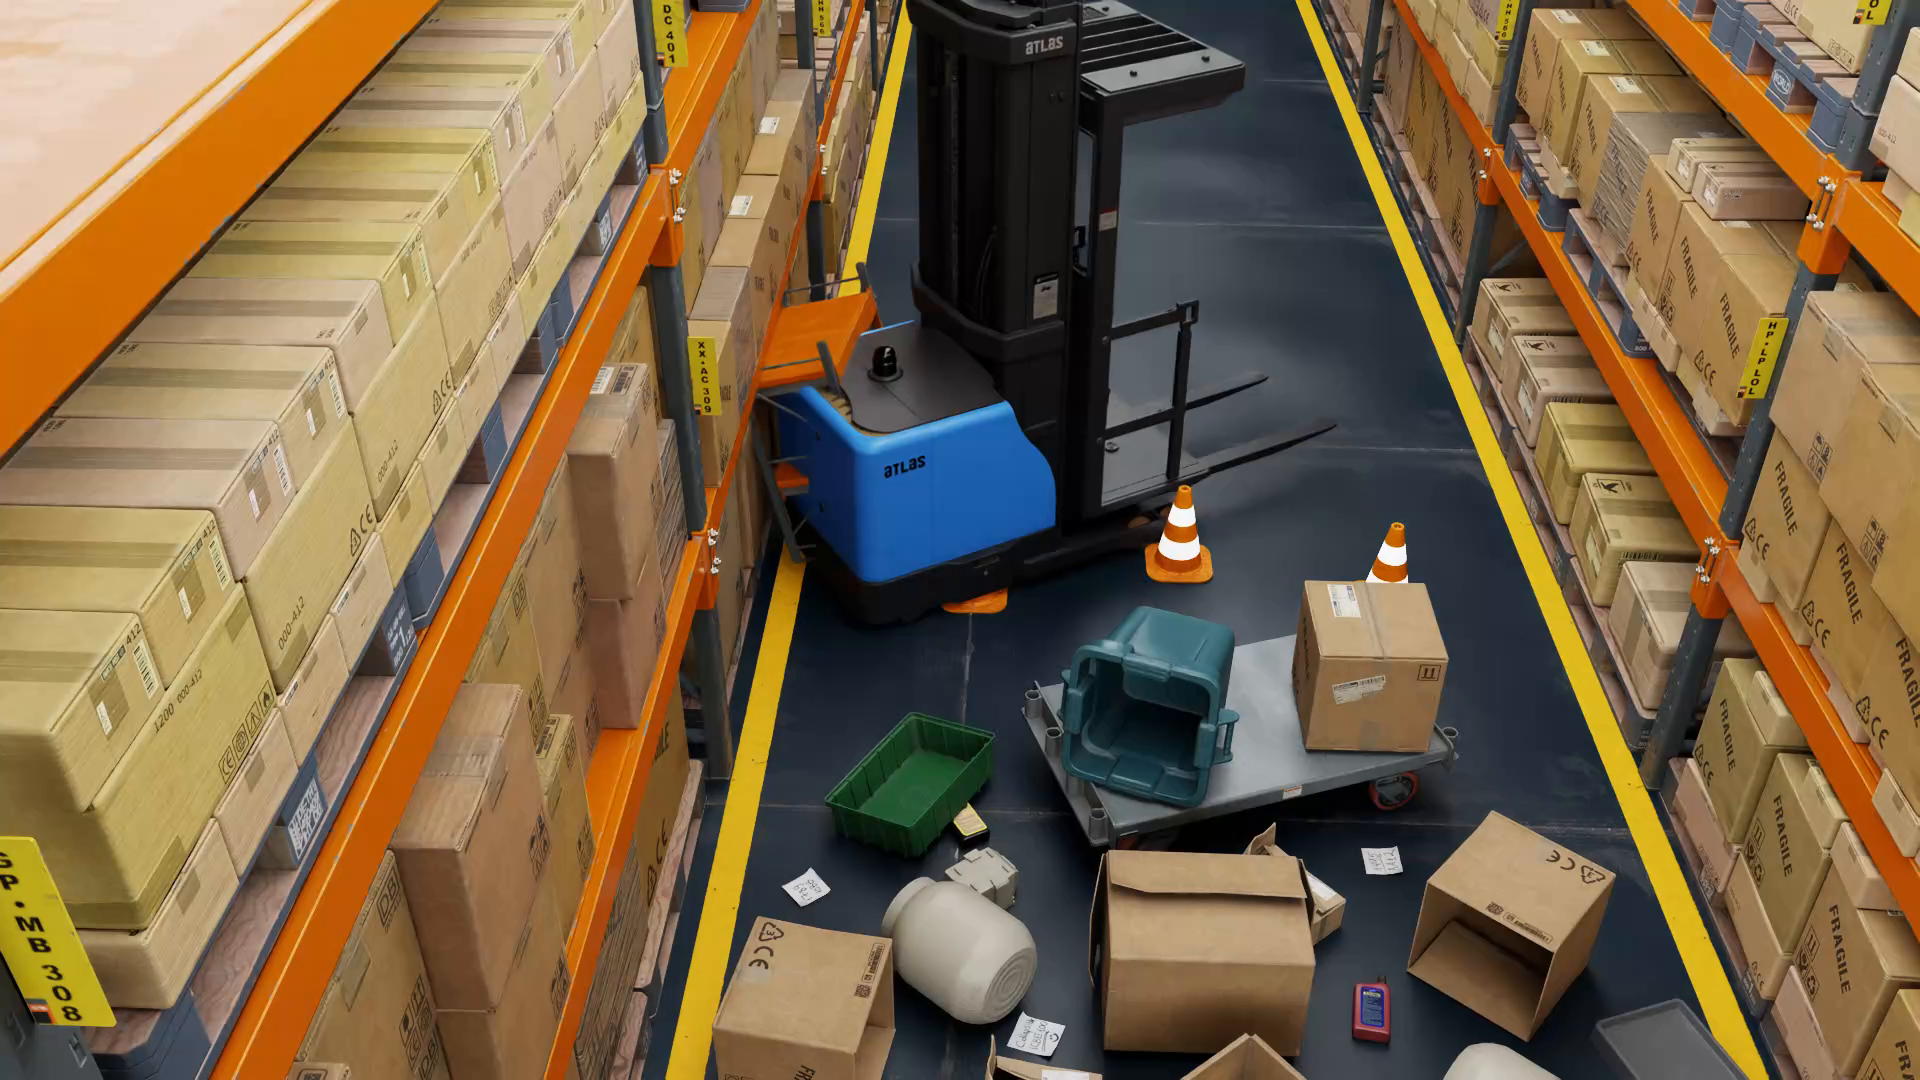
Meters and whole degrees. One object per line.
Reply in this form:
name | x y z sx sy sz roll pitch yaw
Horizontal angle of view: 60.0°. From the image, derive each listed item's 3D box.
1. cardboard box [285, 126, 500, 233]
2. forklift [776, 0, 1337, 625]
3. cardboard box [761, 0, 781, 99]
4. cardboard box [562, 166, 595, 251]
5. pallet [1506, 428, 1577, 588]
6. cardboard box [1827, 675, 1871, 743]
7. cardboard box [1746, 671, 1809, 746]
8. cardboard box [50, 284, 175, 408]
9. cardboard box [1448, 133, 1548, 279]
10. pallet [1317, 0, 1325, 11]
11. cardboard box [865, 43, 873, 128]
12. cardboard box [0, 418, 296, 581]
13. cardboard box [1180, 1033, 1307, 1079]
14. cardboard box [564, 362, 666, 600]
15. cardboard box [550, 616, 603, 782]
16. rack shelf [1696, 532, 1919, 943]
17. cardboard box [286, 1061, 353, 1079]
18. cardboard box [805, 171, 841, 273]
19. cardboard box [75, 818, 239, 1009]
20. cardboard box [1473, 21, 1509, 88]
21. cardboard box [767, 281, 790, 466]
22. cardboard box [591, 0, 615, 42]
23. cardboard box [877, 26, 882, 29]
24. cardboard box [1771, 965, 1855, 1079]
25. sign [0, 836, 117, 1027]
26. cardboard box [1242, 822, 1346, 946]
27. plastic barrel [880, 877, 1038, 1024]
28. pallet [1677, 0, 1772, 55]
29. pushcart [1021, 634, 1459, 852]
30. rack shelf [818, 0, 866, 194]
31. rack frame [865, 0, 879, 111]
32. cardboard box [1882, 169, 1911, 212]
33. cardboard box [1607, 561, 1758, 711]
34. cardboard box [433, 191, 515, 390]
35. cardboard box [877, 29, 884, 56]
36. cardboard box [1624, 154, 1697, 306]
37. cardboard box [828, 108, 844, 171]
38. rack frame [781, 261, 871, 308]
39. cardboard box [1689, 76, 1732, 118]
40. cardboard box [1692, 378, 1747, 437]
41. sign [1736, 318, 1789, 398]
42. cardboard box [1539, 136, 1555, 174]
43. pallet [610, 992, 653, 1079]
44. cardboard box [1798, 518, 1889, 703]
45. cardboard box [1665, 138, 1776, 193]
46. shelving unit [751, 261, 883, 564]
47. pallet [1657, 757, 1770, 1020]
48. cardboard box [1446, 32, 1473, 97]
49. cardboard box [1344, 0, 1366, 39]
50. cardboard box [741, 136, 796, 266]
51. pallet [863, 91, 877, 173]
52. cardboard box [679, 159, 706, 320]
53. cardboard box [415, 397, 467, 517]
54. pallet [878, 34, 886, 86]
cardboard box | -1.251 -0.800 3.690 0.380 0.149 0.250 2 35 2
forklift | 0.615 -1.401 8.140 3.031 2.935 1.130 -18 39 -24
cardboard box | -1.362 -2.717 8.997 0.700 0.500 0.500 1 35 2
cardboard box | -1.219 -0.907 4.535 0.380 0.149 0.250 1 35 2
pallet | 3.532 -0.180 8.768 1.003 0.211 1.213 1 35 2
cardboard box | 3.139 0.547 5.527 0.380 0.149 0.250 2 35 3
cardboard box | 3.097 0.614 6.024 0.380 0.149 0.250 2 35 3
cardboard box | -1.873 -0.292 3.314 0.500 0.250 0.500 1 35 2
cardboard box | 3.727 -2.166 10.652 0.875 0.875 0.875 1 35 1
pallet | 3.984 -5.463 16.285 1.003 0.211 1.213 1 35 2
cardboard box | -0.951 -3.541 12.934 0.500 0.500 0.500 1 35 1
cardboard box | -1.303 -0.067 2.647 0.380 0.149 0.250 1 35 1
cardboard box | 0.836 2.081 5.296 0.797 0.503 0.637 -24 42 -30
cardboard box | -1.449 -0.200 5.302 0.875 0.550 0.550 1 35 2
cardboard box | -1.636 0.548 5.176 0.875 0.550 0.550 1 35 2
rack shelf | 3.375 1.273 4.901 1.077 0.370 4.000 1 35 2
cardboard box | -1.601 1.356 3.088 0.875 0.550 0.550 1 35 2
cardboard box | -1.050 -2.074 10.847 0.500 0.500 0.500 0 35 0
cardboard box | -1.321 0.545 2.470 0.380 0.149 0.250 2 35 2
cardboard box | 3.382 -2.896 9.903 0.500 0.250 0.500 1 35 2
cardboard box | -1.480 -0.926 8.996 1.050 0.750 0.750 2 35 3
cardboard box | -1.201 -1.527 4.724 0.380 0.149 0.250 1 35 2
cardboard box | -0.869 -4.327 14.358 0.380 0.149 0.250 1 35 2
cardboard box | 3.133 1.727 5.655 0.500 0.250 0.500 1 35 1
sign | -1.101 0.470 1.980 0.100 0.325 0.005 1 35 2
cardboard box | 1.279 1.367 6.520 0.258 0.266 0.396 -24 42 -30
plastic barrel | -0.007 1.515 6.172 0.512 0.421 0.421 28 44 33
pallet | 3.626 -2.269 6.870 1.213 0.211 1.003 1 35 2
pushcart | 1.176 0.878 7.118 1.648 0.377 0.936 -10 36 -14
rack shelf | -1.253 -3.380 11.521 1.077 0.370 4.000 1 35 2
rack frame | -1.173 -4.823 12.949 1.000 3.000 0.127 1 35 2
cardboard box | 3.196 -1.120 5.290 0.380 0.149 0.250 1 35 1
cardboard box | 3.474 0.431 7.393 0.950 0.372 0.625 2 35 2
cardboard box | -1.319 -0.570 3.709 0.500 0.250 0.500 1 35 2
cardboard box | -0.839 -4.151 13.849 0.380 0.149 0.250 3 35 4
cardboard box | 3.290 -1.357 7.307 0.500 0.500 0.500 2 35 4
cardboard box | -1.044 -2.663 11.032 0.500 0.250 0.500 1 35 1
rack frame | -0.602 -0.915 8.880 0.500 1.125 0.032 -9 29 13
cardboard box | 3.847 -1.948 8.148 0.500 0.500 0.500 -1 35 -1
cardboard box | 3.201 -0.541 6.711 0.380 0.149 0.250 2 35 3
sign | 2.901 -0.655 6.012 0.100 0.325 0.005 1 35 2
cardboard box | 3.316 -2.037 8.839 0.380 0.149 0.250 -1 35 -1
pallet | -1.649 2.052 5.592 1.003 0.211 1.213 1 35 2
cardboard box | 3.163 0.202 5.454 0.500 0.500 0.500 1 35 2
cardboard box | 3.251 -1.595 7.081 0.380 0.149 0.250 0 35 0
shelving unit | -0.664 -0.659 8.445 0.538 1.125 1.048 -9 29 13
pallet | 3.464 1.357 6.581 1.003 0.211 1.213 1 35 2
cardboard box | 3.382 -2.998 10.483 0.500 0.250 0.500 2 35 3
cardboard box | 3.945 -4.763 14.727 0.875 0.438 0.875 0 35 0
cardboard box | -1.125 -1.727 8.457 0.500 0.500 0.500 1 35 1
pallet | -1.203 -3.235 13.115 1.003 0.211 1.213 1 35 2
cardboard box | -1.462 -1.258 6.920 0.700 0.500 0.500 1 35 1
cardboard box | -1.270 -0.180 3.501 0.380 0.149 0.250 1 35 2
pallet | -1.181 -4.069 14.301 1.003 0.211 1.213 1 35 2
